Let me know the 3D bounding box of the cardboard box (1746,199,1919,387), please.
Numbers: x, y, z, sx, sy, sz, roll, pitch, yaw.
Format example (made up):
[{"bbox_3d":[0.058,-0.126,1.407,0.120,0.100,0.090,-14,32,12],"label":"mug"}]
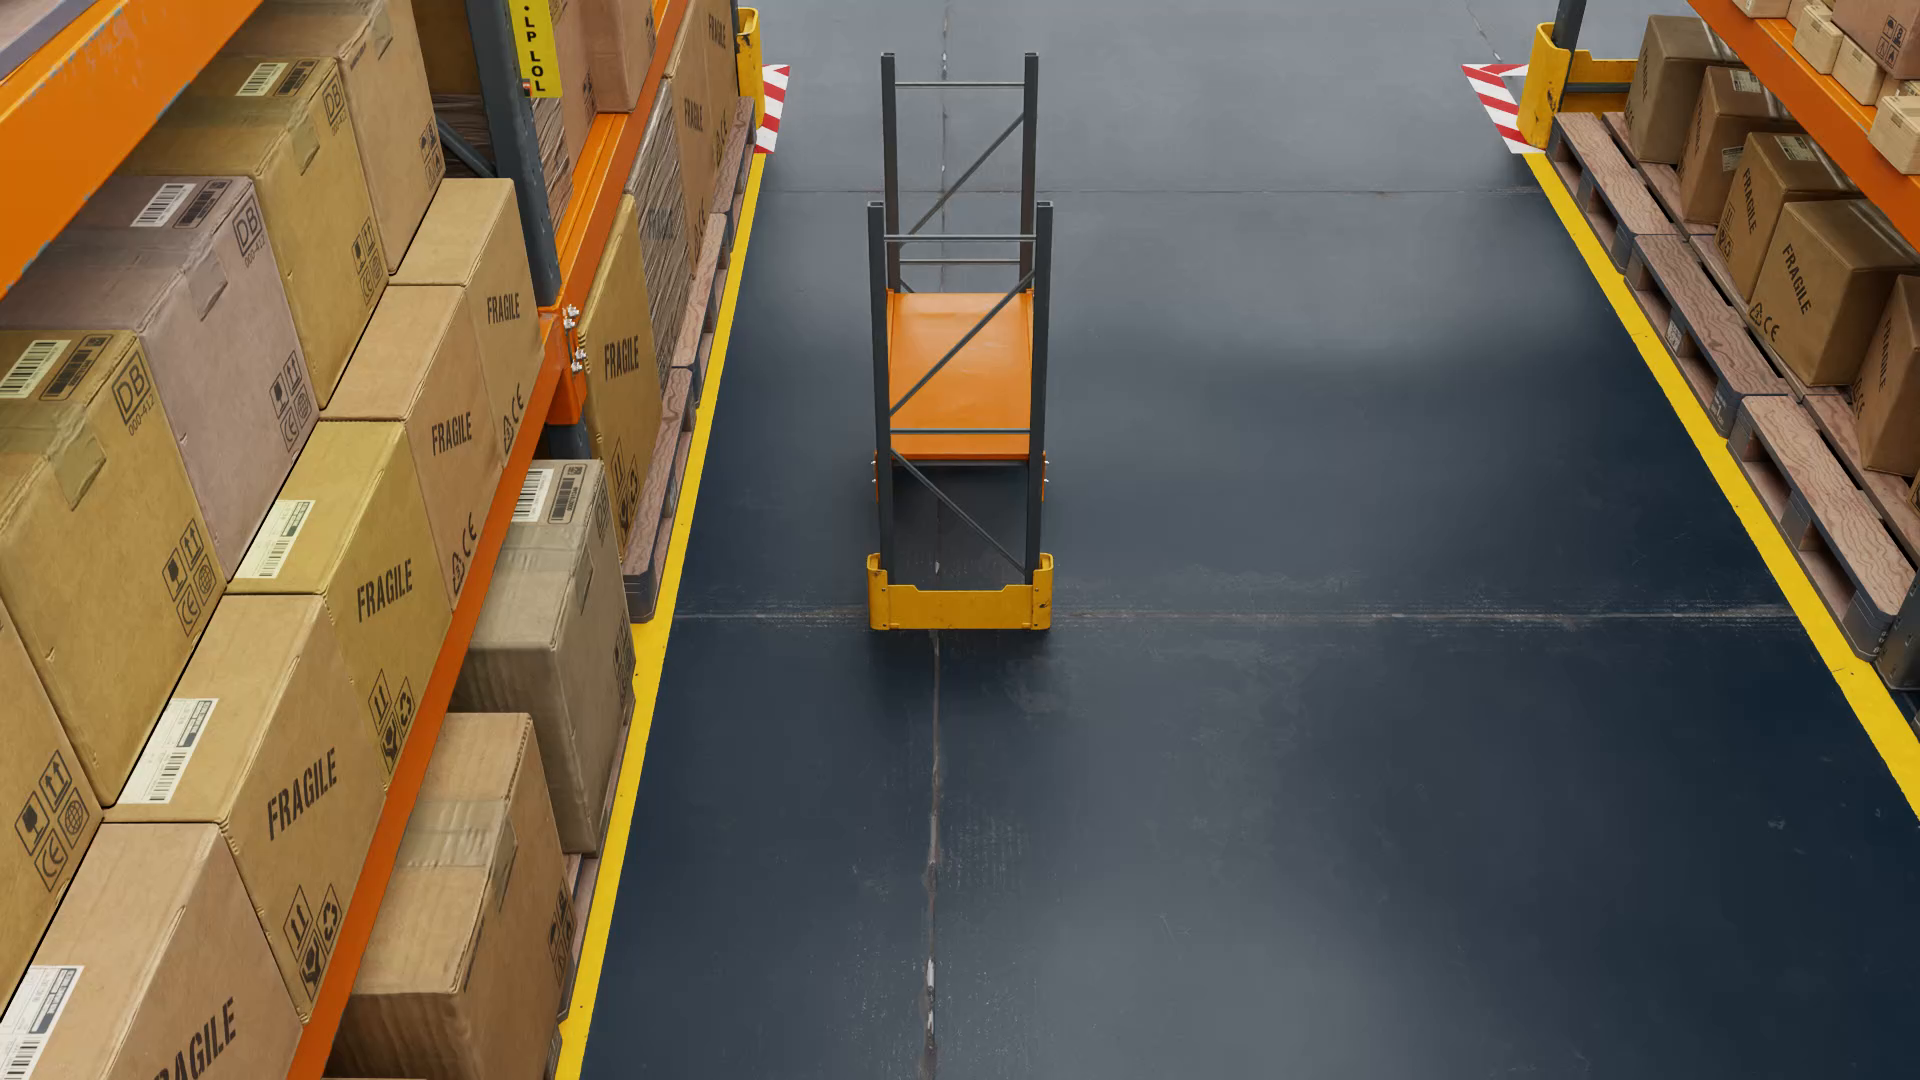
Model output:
[{"bbox_3d":[3.336,-0.922,6.165,0.500,0.500,0.500,-3,39,-4],"label":"cardboard box"}]

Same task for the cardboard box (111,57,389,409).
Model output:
[{"bbox_3d":[-1.567,-0.594,3.213,0.700,0.500,0.500,-1,39,-1],"label":"cardboard box"}]

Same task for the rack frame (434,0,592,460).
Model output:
[{"bbox_3d":[-1.576,-0.797,4.345,1.000,3.000,0.127,0,39,0],"label":"rack frame"}]

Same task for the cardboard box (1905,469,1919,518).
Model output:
[{"bbox_3d":[3.424,-0.176,5.234,0.500,0.500,0.500,-1,39,-1],"label":"cardboard box"}]

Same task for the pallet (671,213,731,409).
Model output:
[{"bbox_3d":[-1.503,-0.949,6.765,1.003,0.211,1.213,0,39,0],"label":"pallet"}]

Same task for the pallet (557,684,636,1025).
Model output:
[{"bbox_3d":[-1.500,0.774,4.615,1.003,0.211,1.213,0,39,0],"label":"pallet"}]

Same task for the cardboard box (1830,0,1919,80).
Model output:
[{"bbox_3d":[3.379,-1.799,5.278,0.875,0.500,0.500,0,39,0],"label":"cardboard box"}]

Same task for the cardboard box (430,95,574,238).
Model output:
[{"bbox_3d":[-1.588,-1.086,4.586,0.875,0.550,0.550,0,39,0],"label":"cardboard box"}]

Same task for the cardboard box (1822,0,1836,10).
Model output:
[{"bbox_3d":[3.419,-2.112,5.668,0.875,0.500,0.500,0,39,0],"label":"cardboard box"}]

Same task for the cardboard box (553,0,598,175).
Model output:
[{"bbox_3d":[-1.612,-1.430,5.016,0.875,0.550,0.550,0,39,0],"label":"cardboard box"}]

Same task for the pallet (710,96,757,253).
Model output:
[{"bbox_3d":[-1.502,-1.710,7.715,1.003,0.211,1.213,0,39,0],"label":"pallet"}]

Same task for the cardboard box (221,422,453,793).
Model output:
[{"bbox_3d":[-1.307,0.122,3.119,0.500,0.500,0.500,0,39,0],"label":"cardboard box"}]

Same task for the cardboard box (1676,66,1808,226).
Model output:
[{"bbox_3d":[3.398,-1.663,7.089,0.500,0.500,0.500,10,40,12],"label":"cardboard box"}]

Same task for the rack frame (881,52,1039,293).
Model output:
[{"bbox_3d":[-0.001,-0.957,5.744,0.500,1.500,0.032,0,39,0],"label":"rack frame"}]

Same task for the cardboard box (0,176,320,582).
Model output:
[{"bbox_3d":[-1.567,-0.278,2.818,0.700,0.500,0.500,0,39,0],"label":"cardboard box"}]

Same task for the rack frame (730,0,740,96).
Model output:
[{"bbox_3d":[-1.581,-3.298,7.467,1.000,3.000,0.127,0,39,0],"label":"rack frame"}]

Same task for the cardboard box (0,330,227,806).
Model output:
[{"bbox_3d":[-1.568,0.038,2.424,0.700,0.500,0.500,0,39,0],"label":"cardboard box"}]

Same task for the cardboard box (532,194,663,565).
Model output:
[{"bbox_3d":[-1.507,-0.525,5.369,0.875,0.875,0.875,1,39,1],"label":"cardboard box"}]

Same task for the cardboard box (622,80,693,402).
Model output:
[{"bbox_3d":[-1.512,-1.088,6.073,0.875,0.875,0.875,0,39,0],"label":"cardboard box"}]

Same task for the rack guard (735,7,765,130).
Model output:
[{"bbox_3d":[-1.581,-2.338,8.267,1.175,0.500,0.348,0,39,0],"label":"rack guard"}]

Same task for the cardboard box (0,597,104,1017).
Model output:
[{"bbox_3d":[-1.567,0.358,2.025,0.700,0.500,0.500,-1,39,-1],"label":"cardboard box"}]

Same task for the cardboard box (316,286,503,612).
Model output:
[{"bbox_3d":[-1.308,-0.194,3.513,0.500,0.500,0.500,0,39,-1],"label":"cardboard box"}]

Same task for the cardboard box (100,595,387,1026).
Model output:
[{"bbox_3d":[-1.304,0.440,2.722,0.500,0.500,0.500,0,39,-1],"label":"cardboard box"}]

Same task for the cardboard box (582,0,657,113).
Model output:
[{"bbox_3d":[-1.495,-1.768,5.437,0.875,0.550,0.550,0,39,0],"label":"cardboard box"}]

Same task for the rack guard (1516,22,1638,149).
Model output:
[{"bbox_3d":[3.379,-2.215,8.115,1.175,0.500,0.348,0,39,0],"label":"rack guard"}]

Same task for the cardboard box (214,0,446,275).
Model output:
[{"bbox_3d":[-1.570,-0.915,3.614,0.700,0.500,0.500,-1,39,-1],"label":"cardboard box"}]

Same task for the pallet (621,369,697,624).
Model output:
[{"bbox_3d":[-1.499,-0.184,5.811,1.003,0.211,1.213,0,39,0],"label":"pallet"}]

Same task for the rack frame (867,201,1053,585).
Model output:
[{"bbox_3d":[0.000,-0.321,4.951,0.500,1.500,0.032,0,39,0],"label":"rack frame"}]

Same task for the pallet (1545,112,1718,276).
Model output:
[{"bbox_3d":[3.345,-1.595,7.571,1.003,0.211,1.213,0,39,0],"label":"pallet"}]

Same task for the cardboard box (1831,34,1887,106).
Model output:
[{"bbox_3d":[3.138,-1.555,5.493,0.380,0.149,0.250,0,39,0],"label":"cardboard box"}]

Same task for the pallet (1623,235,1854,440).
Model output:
[{"bbox_3d":[3.344,-0.834,6.622,1.003,0.211,1.213,0,39,0],"label":"pallet"}]

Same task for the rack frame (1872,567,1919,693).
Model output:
[{"bbox_3d":[3.384,-0.737,4.271,1.000,3.000,0.127,0,39,0],"label":"rack frame"}]

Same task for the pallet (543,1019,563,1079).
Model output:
[{"bbox_3d":[-1.496,1.539,3.661,1.003,0.211,1.213,0,39,0],"label":"pallet"}]

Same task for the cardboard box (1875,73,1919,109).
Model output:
[{"bbox_3d":[3.179,-1.399,5.298,0.380,0.149,0.250,0,39,0],"label":"cardboard box"}]

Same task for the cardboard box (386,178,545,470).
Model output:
[{"bbox_3d":[-1.308,-0.510,3.907,0.500,0.500,0.500,0,39,0],"label":"cardboard box"}]

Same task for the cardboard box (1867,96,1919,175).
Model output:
[{"bbox_3d":[3.047,-1.242,5.102,0.380,0.149,0.250,0,39,0],"label":"cardboard box"}]

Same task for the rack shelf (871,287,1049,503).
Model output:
[{"bbox_3d":[0.000,-0.498,5.460,0.538,0.185,1.000,0,39,0],"label":"rack shelf"}]

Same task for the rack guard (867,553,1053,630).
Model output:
[{"bbox_3d":[0.000,0.166,5.343,0.587,0.250,0.087,0,39,0],"label":"rack guard"}]

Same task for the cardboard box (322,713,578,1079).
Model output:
[{"bbox_3d":[-1.488,0.909,3.681,1.050,0.750,0.750,0,39,0],"label":"cardboard box"}]

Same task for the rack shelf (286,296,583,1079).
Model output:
[{"bbox_3d":[-1.574,0.735,3.010,1.077,0.370,4.000,0,39,0],"label":"rack shelf"}]

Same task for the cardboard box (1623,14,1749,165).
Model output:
[{"bbox_3d":[3.363,-2.036,7.555,0.500,0.500,0.500,7,39,8],"label":"cardboard box"}]

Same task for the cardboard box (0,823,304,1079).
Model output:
[{"bbox_3d":[-1.306,0.751,2.334,0.500,0.500,0.500,0,39,0],"label":"cardboard box"}]

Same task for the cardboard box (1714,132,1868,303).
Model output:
[{"bbox_3d":[3.380,-1.271,6.601,0.500,0.500,0.500,3,39,4],"label":"cardboard box"}]

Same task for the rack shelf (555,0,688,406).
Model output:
[{"bbox_3d":[-1.578,-1.767,6.131,1.077,0.370,4.000,0,39,0],"label":"rack shelf"}]

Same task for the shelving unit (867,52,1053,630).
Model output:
[{"bbox_3d":[0.000,-0.633,5.340,0.587,1.500,1.083,0,39,0],"label":"shelving unit"}]

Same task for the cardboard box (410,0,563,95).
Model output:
[{"bbox_3d":[-1.542,-1.507,4.249,0.875,0.550,0.550,0,39,0],"label":"cardboard box"}]

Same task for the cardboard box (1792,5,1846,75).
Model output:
[{"bbox_3d":[3.103,-1.711,5.688,0.380,0.149,0.250,0,39,0],"label":"cardboard box"}]

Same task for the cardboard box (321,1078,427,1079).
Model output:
[{"bbox_3d":[-1.487,1.491,2.954,1.050,0.750,0.750,1,39,1],"label":"cardboard box"}]

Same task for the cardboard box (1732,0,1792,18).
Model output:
[{"bbox_3d":[3.046,-2.024,6.078,0.380,0.149,0.250,0,39,0],"label":"cardboard box"}]

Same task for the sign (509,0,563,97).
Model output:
[{"bbox_3d":[-1.033,-1.224,4.016,0.100,0.325,0.005,0,39,0],"label":"sign"}]

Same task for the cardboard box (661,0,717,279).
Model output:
[{"bbox_3d":[-1.511,-1.659,6.784,0.875,0.875,0.875,-1,39,-1],"label":"cardboard box"}]

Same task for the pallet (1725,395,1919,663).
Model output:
[{"bbox_3d":[3.348,-0.069,5.667,1.003,0.211,1.213,0,39,0],"label":"pallet"}]

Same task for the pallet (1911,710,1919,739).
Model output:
[{"bbox_3d":[3.386,0.838,4.536,1.003,0.211,1.213,0,39,0],"label":"pallet"}]

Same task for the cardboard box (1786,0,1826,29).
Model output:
[{"bbox_3d":[3.179,-1.868,5.883,0.380,0.149,0.250,0,39,0],"label":"cardboard box"}]

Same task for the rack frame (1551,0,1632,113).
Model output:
[{"bbox_3d":[3.379,-3.238,7.392,1.000,3.000,0.127,0,39,0],"label":"rack frame"}]

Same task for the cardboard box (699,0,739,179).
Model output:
[{"bbox_3d":[-1.514,-2.209,7.471,0.875,0.875,0.875,0,39,0],"label":"cardboard box"}]

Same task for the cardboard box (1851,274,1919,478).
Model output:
[{"bbox_3d":[3.415,-0.534,5.681,0.500,0.500,0.500,12,40,14],"label":"cardboard box"}]

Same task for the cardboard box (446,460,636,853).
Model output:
[{"bbox_3d":[-1.485,0.305,4.433,1.050,0.750,0.750,0,39,0],"label":"cardboard box"}]
